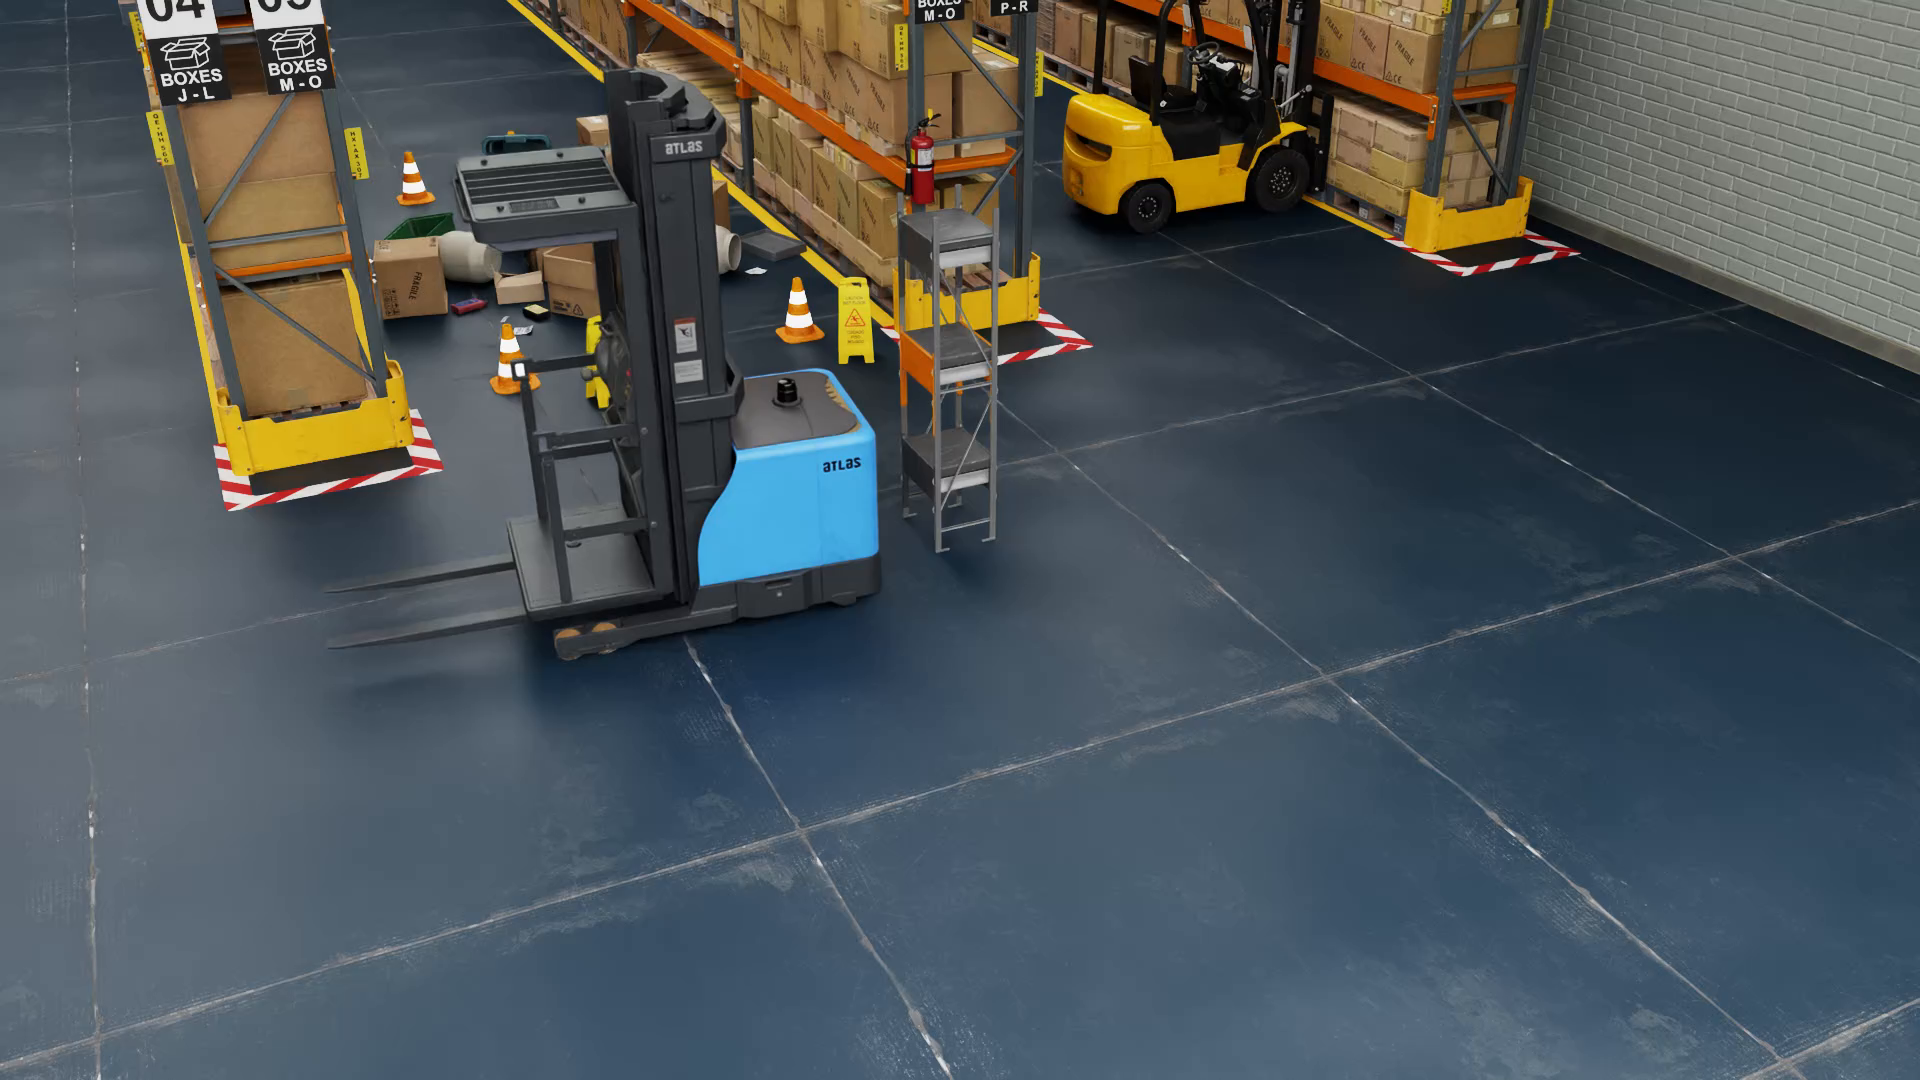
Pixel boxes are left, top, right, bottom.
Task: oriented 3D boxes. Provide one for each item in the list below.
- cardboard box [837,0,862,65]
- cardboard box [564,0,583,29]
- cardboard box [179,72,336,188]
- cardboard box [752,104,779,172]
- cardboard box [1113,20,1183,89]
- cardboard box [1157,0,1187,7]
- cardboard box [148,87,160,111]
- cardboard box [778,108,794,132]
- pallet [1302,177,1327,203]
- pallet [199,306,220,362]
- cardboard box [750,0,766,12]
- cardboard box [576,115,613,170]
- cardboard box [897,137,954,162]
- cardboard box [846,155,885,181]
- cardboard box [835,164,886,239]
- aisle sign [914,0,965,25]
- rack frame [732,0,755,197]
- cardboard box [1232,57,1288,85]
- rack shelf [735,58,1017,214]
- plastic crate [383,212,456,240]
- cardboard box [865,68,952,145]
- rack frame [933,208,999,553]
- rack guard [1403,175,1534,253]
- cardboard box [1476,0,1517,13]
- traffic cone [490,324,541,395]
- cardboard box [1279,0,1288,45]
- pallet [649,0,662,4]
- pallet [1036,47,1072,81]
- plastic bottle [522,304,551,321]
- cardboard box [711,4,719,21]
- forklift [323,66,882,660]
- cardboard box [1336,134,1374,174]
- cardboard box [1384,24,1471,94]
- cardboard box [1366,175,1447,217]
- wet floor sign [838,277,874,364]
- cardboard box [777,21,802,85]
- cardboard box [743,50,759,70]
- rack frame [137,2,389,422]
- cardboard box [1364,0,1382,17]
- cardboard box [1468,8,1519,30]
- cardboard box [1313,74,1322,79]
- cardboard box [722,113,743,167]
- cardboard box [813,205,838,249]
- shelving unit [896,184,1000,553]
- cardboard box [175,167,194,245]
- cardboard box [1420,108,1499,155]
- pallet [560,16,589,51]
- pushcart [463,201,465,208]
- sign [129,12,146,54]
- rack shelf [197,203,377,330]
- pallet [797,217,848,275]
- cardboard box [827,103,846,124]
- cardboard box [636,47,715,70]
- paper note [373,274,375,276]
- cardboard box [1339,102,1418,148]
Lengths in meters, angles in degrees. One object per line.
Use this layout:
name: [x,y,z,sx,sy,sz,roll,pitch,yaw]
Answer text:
cardboard box: [-0.538,-4.027,12.909,0.700,0.500,0.500,-13,32,-22]
cardboard box: [-4.724,-7.313,21.940,0.875,0.875,0.875,-12,31,-20]
cardboard box: [-4.463,-2.637,10.601,0.875,0.550,0.550,-13,32,-22]
cardboard box: [-1.619,-3.773,15.500,0.500,0.500,0.500,-12,31,-20]
cardboard box: [2.293,-5.543,19.040,0.875,0.625,0.625,-13,32,-22]
cardboard box: [2.401,-5.926,17.877,0.500,0.250,0.500,-12,32,-21]
cardboard box: [-7.214,-3.991,16.144,1.050,0.750,0.750,-13,32,-21]
cardboard box: [-1.397,-3.762,14.816,0.380,0.149,0.250,-12,31,-20]
pallet: [3.684,-3.707,16.618,1.003,0.211,1.213,-13,32,-22]
pallet: [-5.272,-1.587,12.838,1.003,0.211,1.213,-13,32,-22]
cardboard box: [-1.436,-4.919,14.499,0.700,0.500,0.500,-13,32,-22]
cardboard box: [-3.223,-3.632,15.415,0.500,0.500,0.500,-13,32,-22]
cardboard box: [-0.265,-3.023,12.804,0.380,0.149,0.250,-12,31,-20]
cardboard box: [-0.709,-3.054,13.554,0.380,0.149,0.250,-12,31,-21]
cardboard box: [-0.718,-2.852,13.858,0.500,0.500,0.500,-12,31,-20]
aisle sign: [-0.146,-4.058,11.735,0.394,0.787,0.004,-13,32,-22]
rack frame: [-1.628,-4.779,15.679,1.000,3.000,0.127,-13,32,-22]
cardboard box: [2.988,-4.736,16.961,0.500,0.250,0.500,-13,32,-22]
rack shelf: [-0.770,-3.582,14.280,1.077,0.370,4.000,-13,32,-22]
plastic crate: [-4.798,-2.692,14.774,0.450,0.188,0.662,-7,28,9]
cardboard box: [-0.393,-3.368,12.756,0.500,0.500,0.500,-14,32,-23]
rack frame: [0.034,-0.881,9.648,0.400,2.100,0.015,-13,32,-22]
rack guard: [4.581,-2.956,14.982,1.175,0.500,0.348,-13,32,-22]
cardboard box: [4.619,-4.706,14.479,0.380,0.149,0.250,-14,32,-23]
traffic cone: [-3.284,-1.355,12.166,0.336,0.463,0.334,-13,32,-22]
cardboard box: [3.265,-5.166,16.267,0.500,0.500,0.500,-13,32,-22]
pallet: [-2.943,-6.170,18.356,1.213,0.211,1.003,-13,32,-22]
pallet: [1.454,-6.002,20.711,1.003,0.211,1.213,-13,32,-22]
plastic bottle: [-3.444,-1.848,13.456,0.283,0.061,0.133,26,38,38]
cardboard box: [-2.196,-5.143,16.155,0.380,0.149,0.250,-14,32,-23]
forklift: [-2.024,-0.915,8.859,3.031,2.935,1.130,-10,31,-17]
cardboard box: [3.874,-3.631,15.503,0.500,0.250,0.500,-13,32,-22]
cardboard box: [4.122,-4.262,14.655,0.500,0.500,0.500,-14,32,-23]
cardboard box: [4.083,-3.181,15.212,0.500,0.250,0.500,-13,32,-22]
wet floor sign: [-0.796,-1.677,12.554,0.267,0.644,0.232,-3,29,-5]
cardboard box: [-1.251,-4.259,14.344,0.500,0.500,0.500,-13,32,-22]
cardboard box: [-1.783,-4.463,15.373,0.380,0.149,0.250,-13,32,-22]
rack frame: [-4.338,-1.929,10.595,1.000,3.000,0.127,-13,32,-22]
cardboard box: [3.880,-4.823,14.992,0.380,0.149,0.250,-13,32,-22]
cardboard box: [4.659,-4.587,14.571,0.380,0.149,0.250,-14,32,-23]
cardboard box: [3.675,-4.620,16.754,0.500,0.250,0.500,-13,32,-22]
cardboard box: [-1.856,-4.048,16.632,0.950,0.372,0.625,-13,32,-21]
cardboard box: [-0.946,-2.757,14.455,0.500,0.250,0.500,-14,32,-24]
shelving unit: [-0.071,-0.989,9.840,0.431,2.100,0.503,-13,32,-22]
cardboard box: [-4.794,-2.387,11.259,0.875,0.550,0.550,-13,32,-22]
cardboard box: [4.535,-3.728,15.165,0.500,0.250,0.500,-14,32,-23]
pallet: [-4.663,-6.772,22.084,1.003,0.211,1.213,-13,32,-22]
pushcart: [-3.666,-3.135,15.428,0.936,0.377,1.648,26,38,38]
sign: [-6.541,-4.048,13.272,0.100,0.325,0.005,-13,32,-22]
rack shelf: [-5.197,-2.498,12.347,1.077,0.370,4.000,-13,32,-22]
pallet: [-0.780,-2.734,14.883,1.003,0.211,1.213,-13,32,-22]
cardboard box: [-0.877,-3.574,13.786,0.380,0.149,0.250,-13,32,-22]
cardboard box: [-3.112,-5.332,18.922,0.950,0.372,0.625,-15,33,-25]
paper note: [-4.949,-2.294,14.282,0.142,0.020,0.147,13,32,21]
cardboard box: [3.867,-3.839,15.361,0.500,0.250,0.500,-12,32,-21]
